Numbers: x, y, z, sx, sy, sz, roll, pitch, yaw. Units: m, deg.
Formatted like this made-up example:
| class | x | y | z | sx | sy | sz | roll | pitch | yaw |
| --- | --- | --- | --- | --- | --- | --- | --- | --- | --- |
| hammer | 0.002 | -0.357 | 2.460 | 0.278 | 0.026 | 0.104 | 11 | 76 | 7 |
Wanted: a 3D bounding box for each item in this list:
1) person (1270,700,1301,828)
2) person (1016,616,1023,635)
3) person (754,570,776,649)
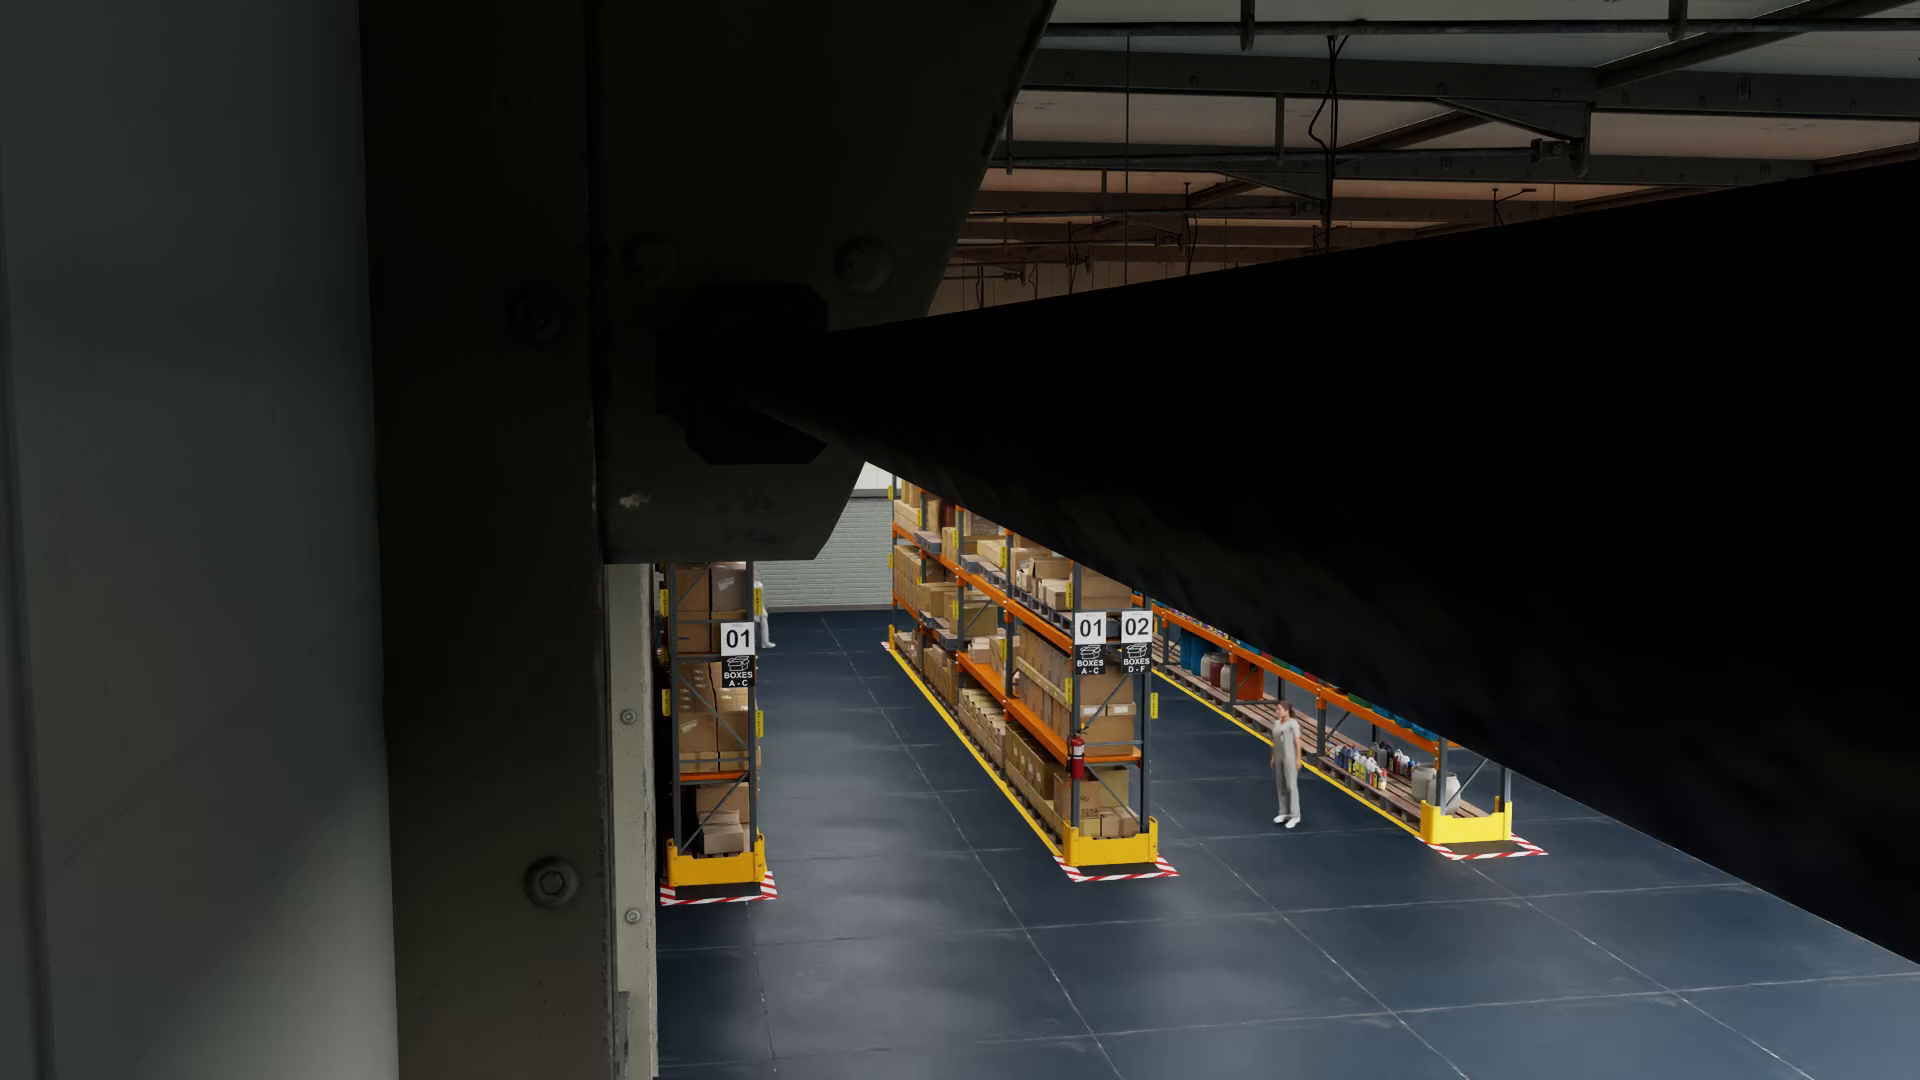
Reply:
| class | x | y | z | sx | sy | sz | roll | pitch | yaw |
| --- | --- | --- | --- | --- | --- | --- | --- | --- | --- |
| person | 4.459 | 3.044 | 22.804 | 0.419 | 1.701 | 0.543 | -4 | 8 | -35 |
| person | 1.451 | 1.303 | 38.804 | 0.646 | 1.793 | 0.874 | -2 | 6 | -15 |
| person | -4.494 | 1.524 | 36.539 | 0.992 | 1.735 | 0.648 | 4 | 8 | 36 |
